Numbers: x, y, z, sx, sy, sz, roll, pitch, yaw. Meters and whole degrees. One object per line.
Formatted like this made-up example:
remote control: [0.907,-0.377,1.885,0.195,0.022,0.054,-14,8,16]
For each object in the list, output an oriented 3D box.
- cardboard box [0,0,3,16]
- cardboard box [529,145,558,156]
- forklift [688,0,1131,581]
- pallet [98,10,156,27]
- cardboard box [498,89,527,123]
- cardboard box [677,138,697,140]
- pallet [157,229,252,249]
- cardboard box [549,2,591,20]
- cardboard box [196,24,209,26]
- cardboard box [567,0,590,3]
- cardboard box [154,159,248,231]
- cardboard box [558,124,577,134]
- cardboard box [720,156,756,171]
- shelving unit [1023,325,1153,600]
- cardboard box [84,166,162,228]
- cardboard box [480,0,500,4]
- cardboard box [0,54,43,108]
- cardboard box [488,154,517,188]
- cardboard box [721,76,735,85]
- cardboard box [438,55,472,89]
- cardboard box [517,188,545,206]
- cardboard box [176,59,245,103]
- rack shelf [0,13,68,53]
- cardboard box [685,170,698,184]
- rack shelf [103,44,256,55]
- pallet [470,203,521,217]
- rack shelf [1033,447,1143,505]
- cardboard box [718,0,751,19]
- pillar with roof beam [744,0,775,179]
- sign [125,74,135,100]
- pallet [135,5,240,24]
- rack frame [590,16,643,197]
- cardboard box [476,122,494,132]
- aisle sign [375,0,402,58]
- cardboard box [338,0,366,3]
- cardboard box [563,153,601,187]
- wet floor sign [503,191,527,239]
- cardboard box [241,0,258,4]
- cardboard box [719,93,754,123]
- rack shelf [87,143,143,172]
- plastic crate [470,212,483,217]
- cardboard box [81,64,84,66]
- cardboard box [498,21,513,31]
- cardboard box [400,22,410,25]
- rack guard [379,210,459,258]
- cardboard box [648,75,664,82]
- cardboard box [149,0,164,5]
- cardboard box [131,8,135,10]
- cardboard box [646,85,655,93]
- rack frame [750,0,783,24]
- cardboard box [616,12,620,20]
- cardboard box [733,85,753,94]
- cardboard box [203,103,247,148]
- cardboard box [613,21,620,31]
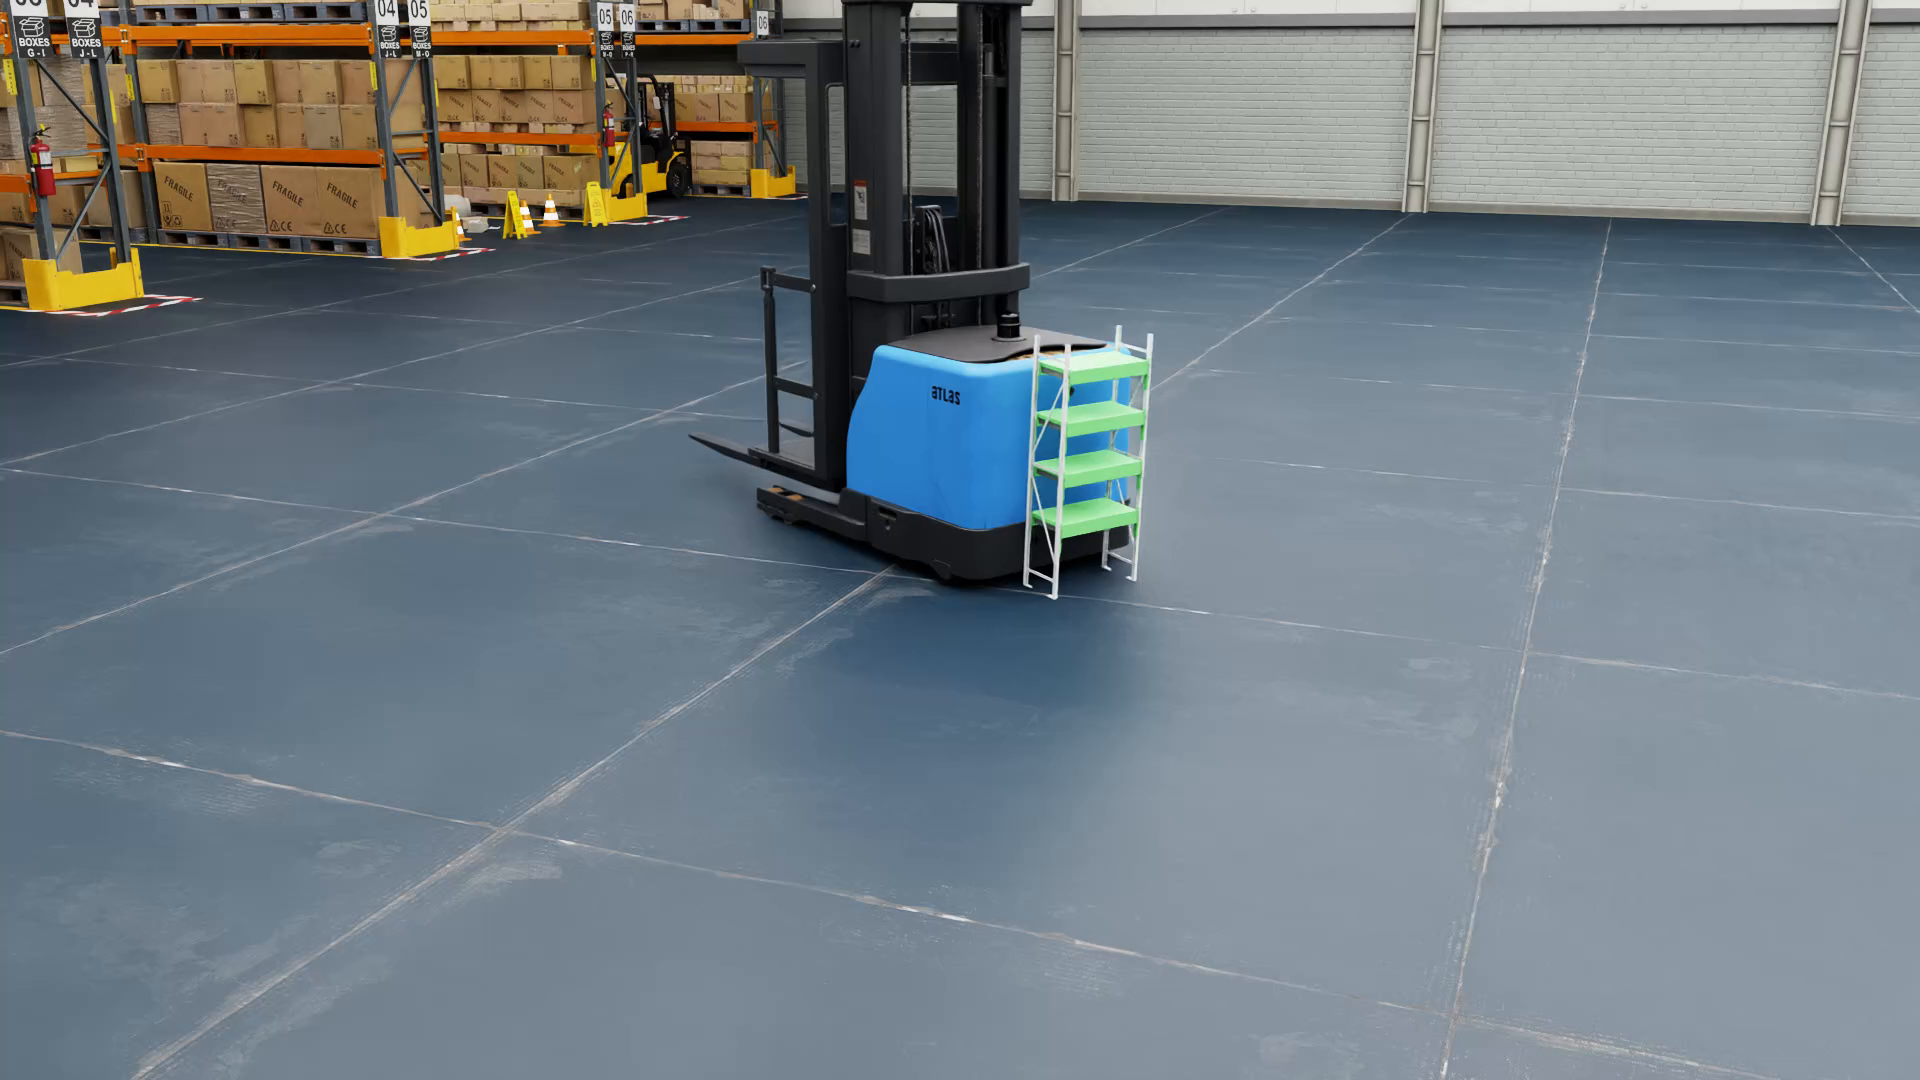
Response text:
cardboard box: [-9.414,-5.219,16.161,0.500,0.250,0.500,7,17,22]
cardboard box: [-6.443,-6.025,25.717,0.250,0.149,0.380,7,18,22]
forklift: [-0.455,-1.563,8.800,1.130,2.935,3.031,-12,20,-36]
pallet: [-11.550,-6.982,22.308,1.217,0.209,0.805,6,17,18]
cardboard box: [-6.770,-6.717,25.718,0.500,0.500,0.500,6,17,20]
cardboard box: [-5.197,-7.343,30.974,0.500,0.250,0.500,6,17,20]
pallet: [-10.000,-4.116,22.471,1.213,0.211,1.003,6,17,21]
cardboard box: [-5.811,-7.932,24.970,0.500,0.250,0.500,6,17,20]
cardboard box: [-12.447,-8.500,27.642,0.250,0.149,0.380,6,17,21]
cardboard box: [-5.659,-8.099,24.830,0.250,0.149,0.380,6,17,21]
cardboard box: [-10.120,-4.652,22.374,0.875,0.875,0.875,7,17,21]
cardboard box: [-5.939,-6.297,25.435,0.250,0.149,0.380,6,17,20]
cardboard box: [-3.985,-6.815,30.052,0.500,0.250,0.500,6,17,20]
shelving unit: [0.592,-0.364,7.752,0.503,1.200,0.258,-11,23,-34]
cardboard box: [-11.289,-4.714,22.814,0.750,0.750,1.050,6,17,20]
cardboard box: [-7.098,-8.247,25.340,0.250,0.149,0.380,7,18,22]
cardboard box: [-9.474,-4.531,16.394,0.500,0.500,0.500,6,17,21]
cardboard box: [-7.030,-5.799,26.103,0.500,0.500,0.500,6,17,19]
cardboard box: [-4.069,-8.227,29.756,0.250,0.149,0.380,6,17,21]
cardboard box: [-7.703,-7.300,25.934,0.500,0.500,0.700,6,17,19]
cardboard box: [-6.565,-5.387,26.028,0.500,0.250,0.500,6,17,21]
cardboard box: [-9.794,-6.071,21.998,0.550,0.550,0.875,6,17,21]
rack shelf: [-10.732,-5.167,17.002,4.000,0.370,1.077,6,17,21]
cardboard box: [-4.892,-6.680,30.481,0.500,0.250,0.500,6,17,21]
rack shelf: [-16.442,-10.253,34.520,4.000,0.370,1.077,6,17,21]
pallet: [-7.180,-5.324,26.634,1.213,0.211,1.003,6,17,21]
rack shelf: [0.590,-0.304,7.772,0.480,0.148,0.258,-11,23,-34]
cardboard box: [-3.919,-9.446,29.338,0.500,0.500,0.500,7,18,22]
pillar with roof beam: [-5.315,-9.795,26.273,0.400,9.000,9.100,6,17,21]
sign: [-10.869,-5.929,21.782,0.005,0.325,0.100,6,17,21]
pallet: [-9.922,-6.864,21.717,1.213,0.211,1.003,6,17,21]
rack frame: [-5.236,-6.438,25.469,0.127,3.000,1.000,6,17,21]
cardboard box: [-7.350,-6.459,25.993,0.250,0.149,0.380,6,17,20]
aisle sign: [-7.002,-6.307,20.356,0.004,0.787,0.394,6,17,21]
cardboard box: [-7.392,-6.659,20.370,0.250,0.149,0.380,6,17,21]
cardboard box: [-5.907,-5.836,26.228,0.500,0.500,0.500,6,17,19]
wet floor sign: [-6.205,-4.523,23.098,0.232,0.644,0.267,3,17,11]
cardboard box: [-8.810,-6.815,20.908,0.250,0.149,0.380,7,17,21]
cardboard box: [-3.972,-7.756,29.829,0.500,0.500,0.500,6,17,19]
rack shelf: [-12.540,-5.412,23.225,4.000,0.370,1.077,6,17,21]
plastic crate: [-7.797,-5.071,25.999,0.583,0.080,0.402,0,16,1]
cardboard box: [-15.146,-7.977,28.798,0.500,0.500,0.500,6,17,19]
cardboard box: [-6.851,-7.860,25.438,0.250,0.149,0.380,6,17,19]
cardboard box: [-8.535,-8.029,26.022,0.250,0.149,0.380,6,17,21]
rack guard: [-6.936,-3.941,21.351,0.348,0.500,1.175,6,17,21]
cardboard box: [-5.485,-8.395,30.336,0.250,0.149,0.380,6,17,21]
cardboard box: [-10.223,-6.971,21.443,0.250,0.149,0.380,6,17,21]
cardboard box: [-13.668,-8.998,27.976,0.500,0.500,0.700,5,17,18]
cardboard box: [-5.508,-8.230,30.300,0.250,0.149,0.380,6,17,19]
rack frame: [-3.418,-10.606,29.068,0.127,3.000,1.000,6,17,21]
cardboard box: [-6.118,-9.501,30.158,0.250,0.149,0.380,7,18,22]
cardboard box: [-3.843,-8.048,29.672,0.250,0.149,0.380,7,17,21]
cardboard box: [-9.352,-5.454,21.811,0.550,0.550,0.875,6,17,21]
cardboard box: [-5.425,-7.876,25.493,0.250,0.149,0.380,6,17,21]
